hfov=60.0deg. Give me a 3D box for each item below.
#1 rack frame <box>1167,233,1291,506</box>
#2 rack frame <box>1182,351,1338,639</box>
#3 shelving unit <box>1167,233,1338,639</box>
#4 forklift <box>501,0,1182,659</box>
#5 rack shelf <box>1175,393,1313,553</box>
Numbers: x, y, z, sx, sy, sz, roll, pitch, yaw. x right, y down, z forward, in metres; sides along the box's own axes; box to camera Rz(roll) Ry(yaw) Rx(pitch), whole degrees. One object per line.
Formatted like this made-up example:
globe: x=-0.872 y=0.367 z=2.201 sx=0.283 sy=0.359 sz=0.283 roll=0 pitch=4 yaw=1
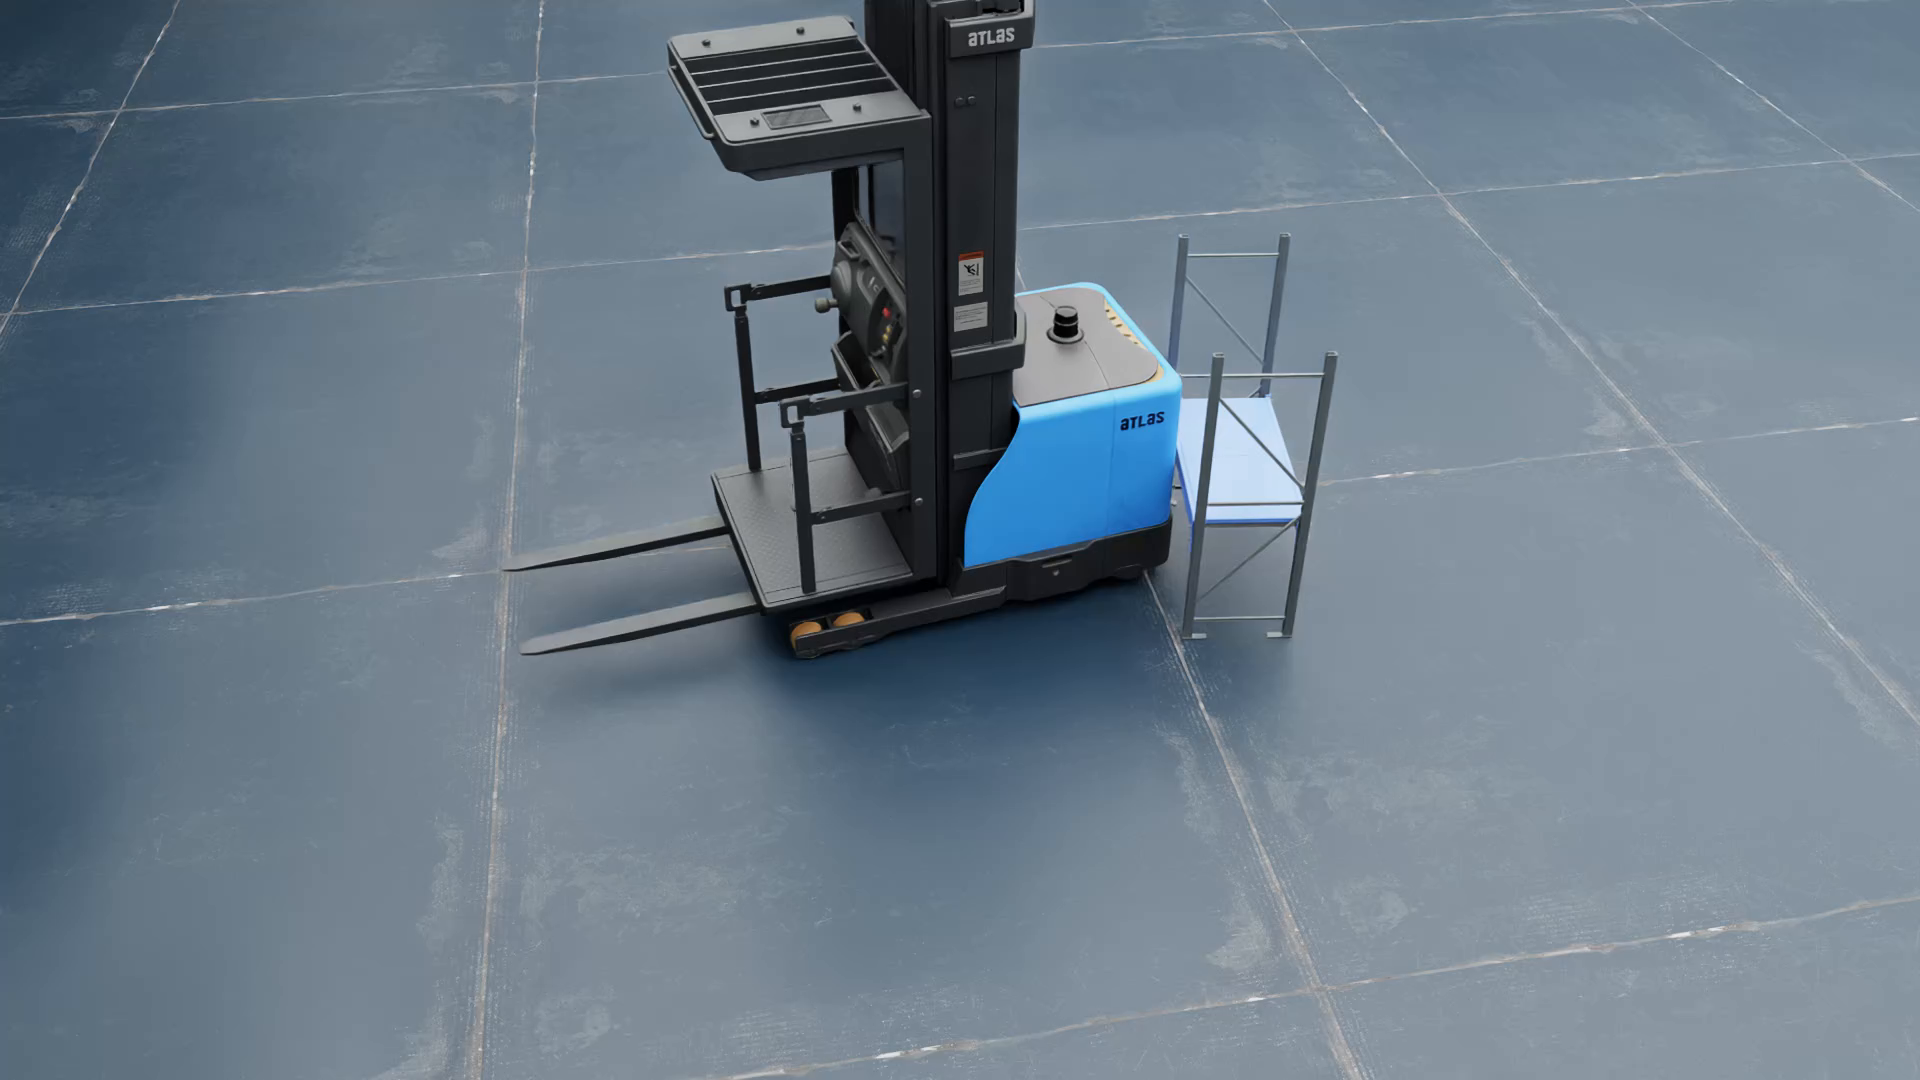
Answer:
rack frame: x=1.234 y=-0.777 z=7.927 sx=0.500 sy=1.500 sz=0.032 roll=-1 pitch=38 yaw=-1
rack frame: x=1.263 y=-0.153 z=7.124 sx=0.500 sy=1.500 sz=0.032 roll=-1 pitch=38 yaw=-1
shelving unit: x=1.248 y=-0.465 z=7.525 sx=0.538 sy=1.500 sz=1.048 roll=-1 pitch=38 yaw=-1
forklift: x=-0.575 y=-0.992 z=7.037 sx=3.031 sy=2.935 sz=1.130 roll=-12 pitch=39 yaw=-15
rack shelf: x=1.248 y=-0.323 z=7.636 sx=0.538 sy=0.185 sz=1.000 roll=-1 pitch=38 yaw=-1
